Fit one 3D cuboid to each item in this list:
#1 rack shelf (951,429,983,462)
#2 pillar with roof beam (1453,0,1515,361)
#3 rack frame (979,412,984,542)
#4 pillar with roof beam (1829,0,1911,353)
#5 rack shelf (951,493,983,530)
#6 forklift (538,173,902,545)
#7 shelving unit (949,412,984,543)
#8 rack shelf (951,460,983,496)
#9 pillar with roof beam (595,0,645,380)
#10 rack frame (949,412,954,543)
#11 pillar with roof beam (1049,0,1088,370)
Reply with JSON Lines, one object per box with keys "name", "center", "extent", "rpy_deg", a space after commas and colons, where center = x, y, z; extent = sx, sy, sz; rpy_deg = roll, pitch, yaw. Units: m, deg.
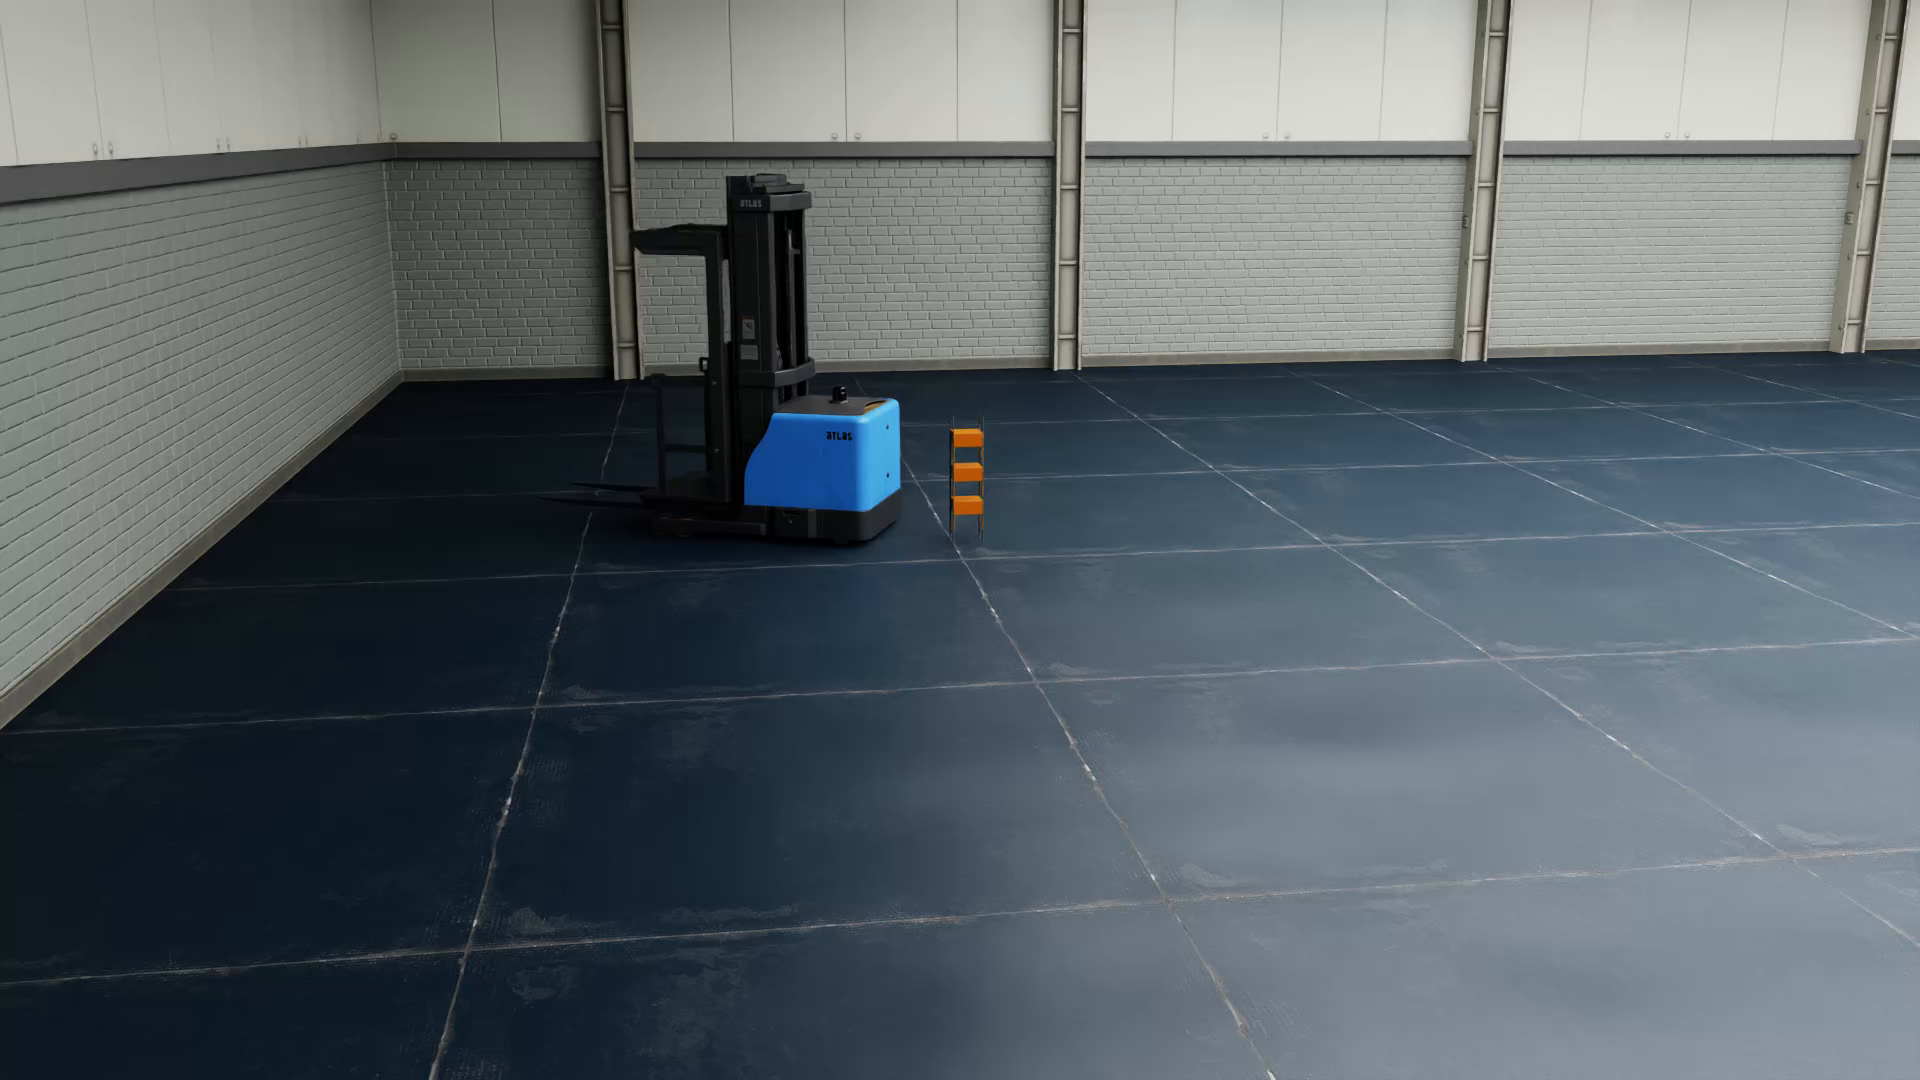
{"name": "rack shelf", "center": [0.053, -0.776, 13.535], "extent": [0.240, 0.259, 0.215], "rpy_deg": [-2, 14, -8]}
{"name": "pillar with roof beam", "center": [8.049, -5.950, 18.947], "extent": [0.400, 9.000, 9.100], "rpy_deg": [-2, 14, -8]}
{"name": "rack frame", "center": [0.174, -0.516, 13.619], "extent": [0.008, 1.050, 0.200], "rpy_deg": [-2, 14, -8]}
{"name": "pillar with roof beam", "center": [13.982, -6.167, 19.814], "extent": [0.400, 9.000, 9.100], "rpy_deg": [-2, 14, -8]}
{"name": "rack shelf", "center": [0.053, -0.231, 13.672], "extent": [0.240, 0.259, 0.215], "rpy_deg": [-2, 14, -8]}
{"name": "forklift", "center": [-2.074, -1.557, 13.904], "extent": [3.031, 2.935, 1.130], "rpy_deg": [4, 15, 14]}
{"name": "shelving unit", "center": [0.053, -0.511, 13.602], "extent": [0.252, 1.050, 0.215], "rpy_deg": [-2, 14, -8]}
{"name": "rack shelf", "center": [0.053, -0.501, 13.604], "extent": [0.240, 0.259, 0.215], "rpy_deg": [-2, 14, -8]}
{"name": "pillar with roof beam", "center": [-3.817, -5.515, 17.213], "extent": [0.400, 9.000, 9.100], "rpy_deg": [-2, 14, -8]}
{"name": "rack frame", "center": [-0.068, -0.507, 13.584], "extent": [0.008, 1.050, 0.200], "rpy_deg": [-2, 14, -8]}
{"name": "pillar with roof beam", "center": [2.116, -5.732, 18.080], "extent": [0.400, 9.000, 9.100], "rpy_deg": [-2, 14, -8]}
